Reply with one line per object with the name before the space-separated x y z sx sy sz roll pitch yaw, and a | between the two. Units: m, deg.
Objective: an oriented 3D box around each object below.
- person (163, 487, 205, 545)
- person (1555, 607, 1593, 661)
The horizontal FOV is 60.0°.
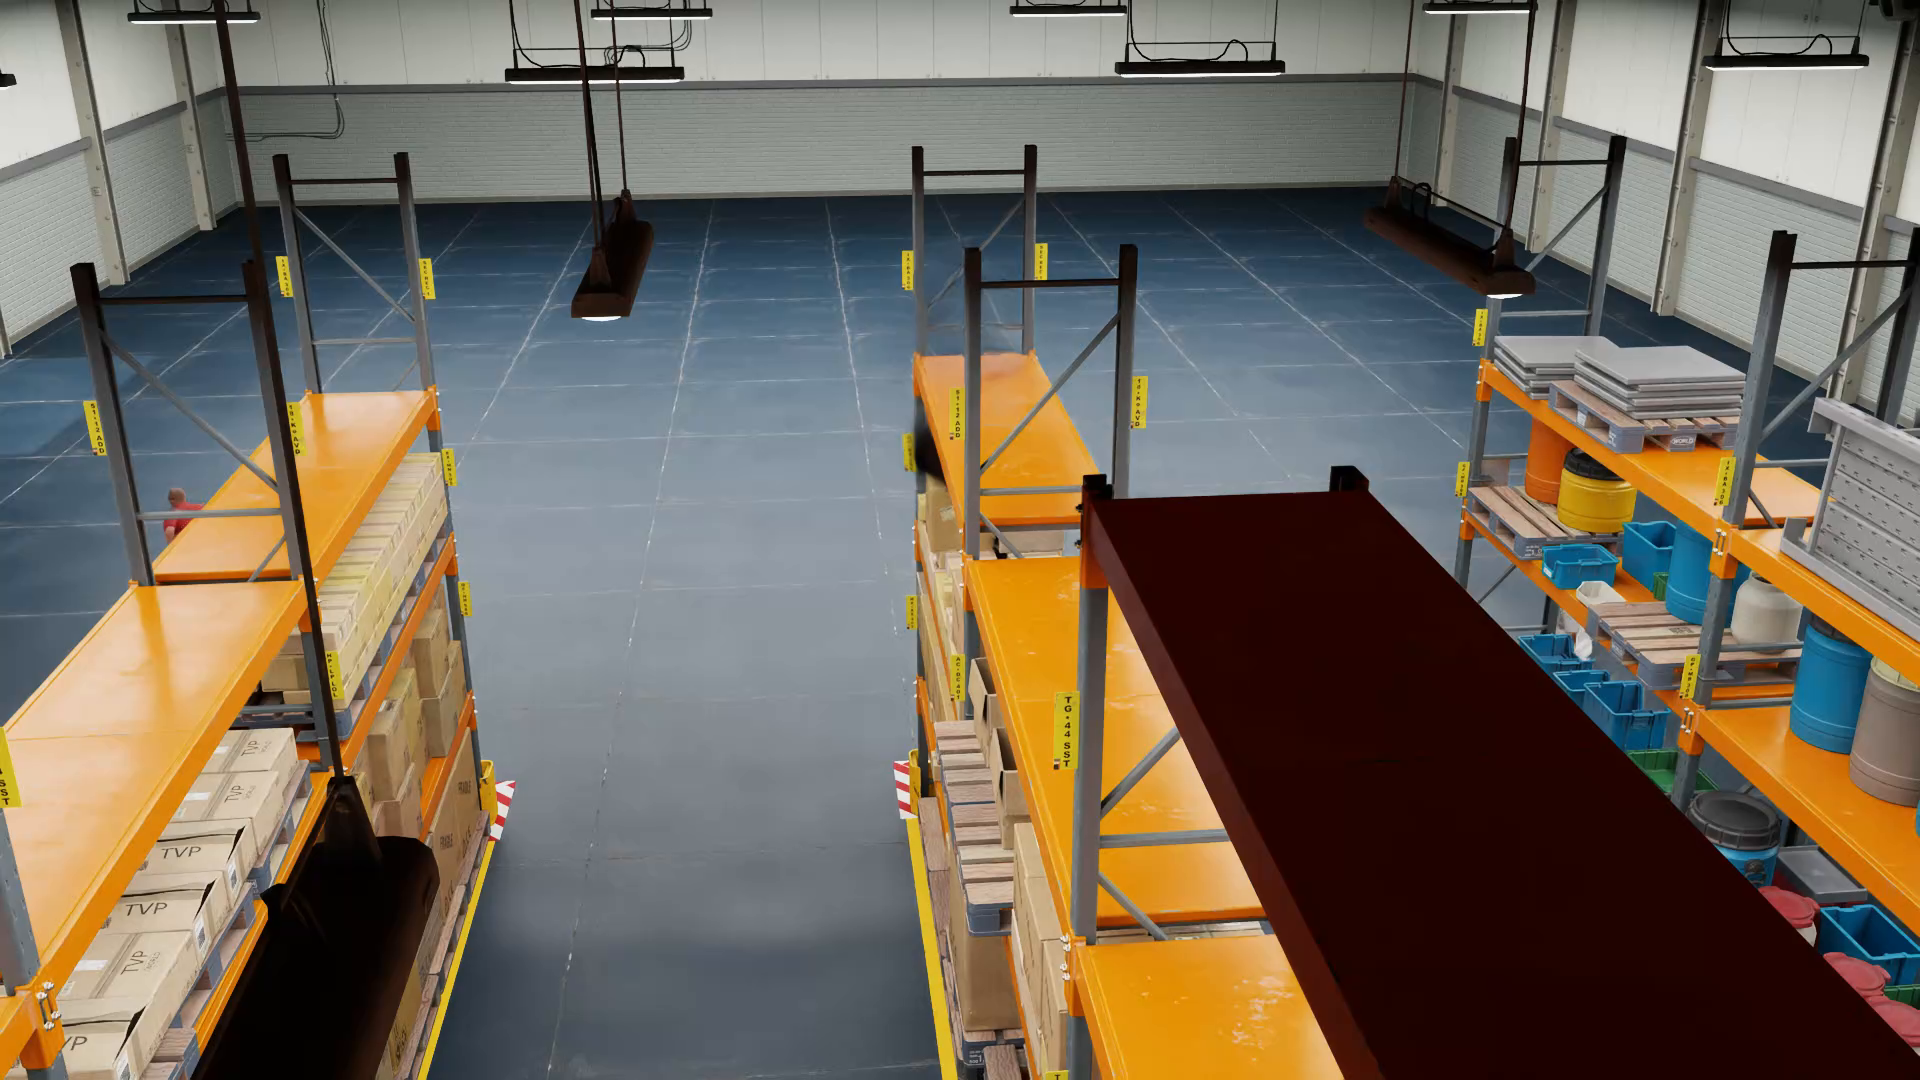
person | -8.512 0.280 18.765 1.007 1.692 0.693 13 25 30
person | 6.017 1.104 16.492 0.749 1.729 0.571 -17 27 -37
